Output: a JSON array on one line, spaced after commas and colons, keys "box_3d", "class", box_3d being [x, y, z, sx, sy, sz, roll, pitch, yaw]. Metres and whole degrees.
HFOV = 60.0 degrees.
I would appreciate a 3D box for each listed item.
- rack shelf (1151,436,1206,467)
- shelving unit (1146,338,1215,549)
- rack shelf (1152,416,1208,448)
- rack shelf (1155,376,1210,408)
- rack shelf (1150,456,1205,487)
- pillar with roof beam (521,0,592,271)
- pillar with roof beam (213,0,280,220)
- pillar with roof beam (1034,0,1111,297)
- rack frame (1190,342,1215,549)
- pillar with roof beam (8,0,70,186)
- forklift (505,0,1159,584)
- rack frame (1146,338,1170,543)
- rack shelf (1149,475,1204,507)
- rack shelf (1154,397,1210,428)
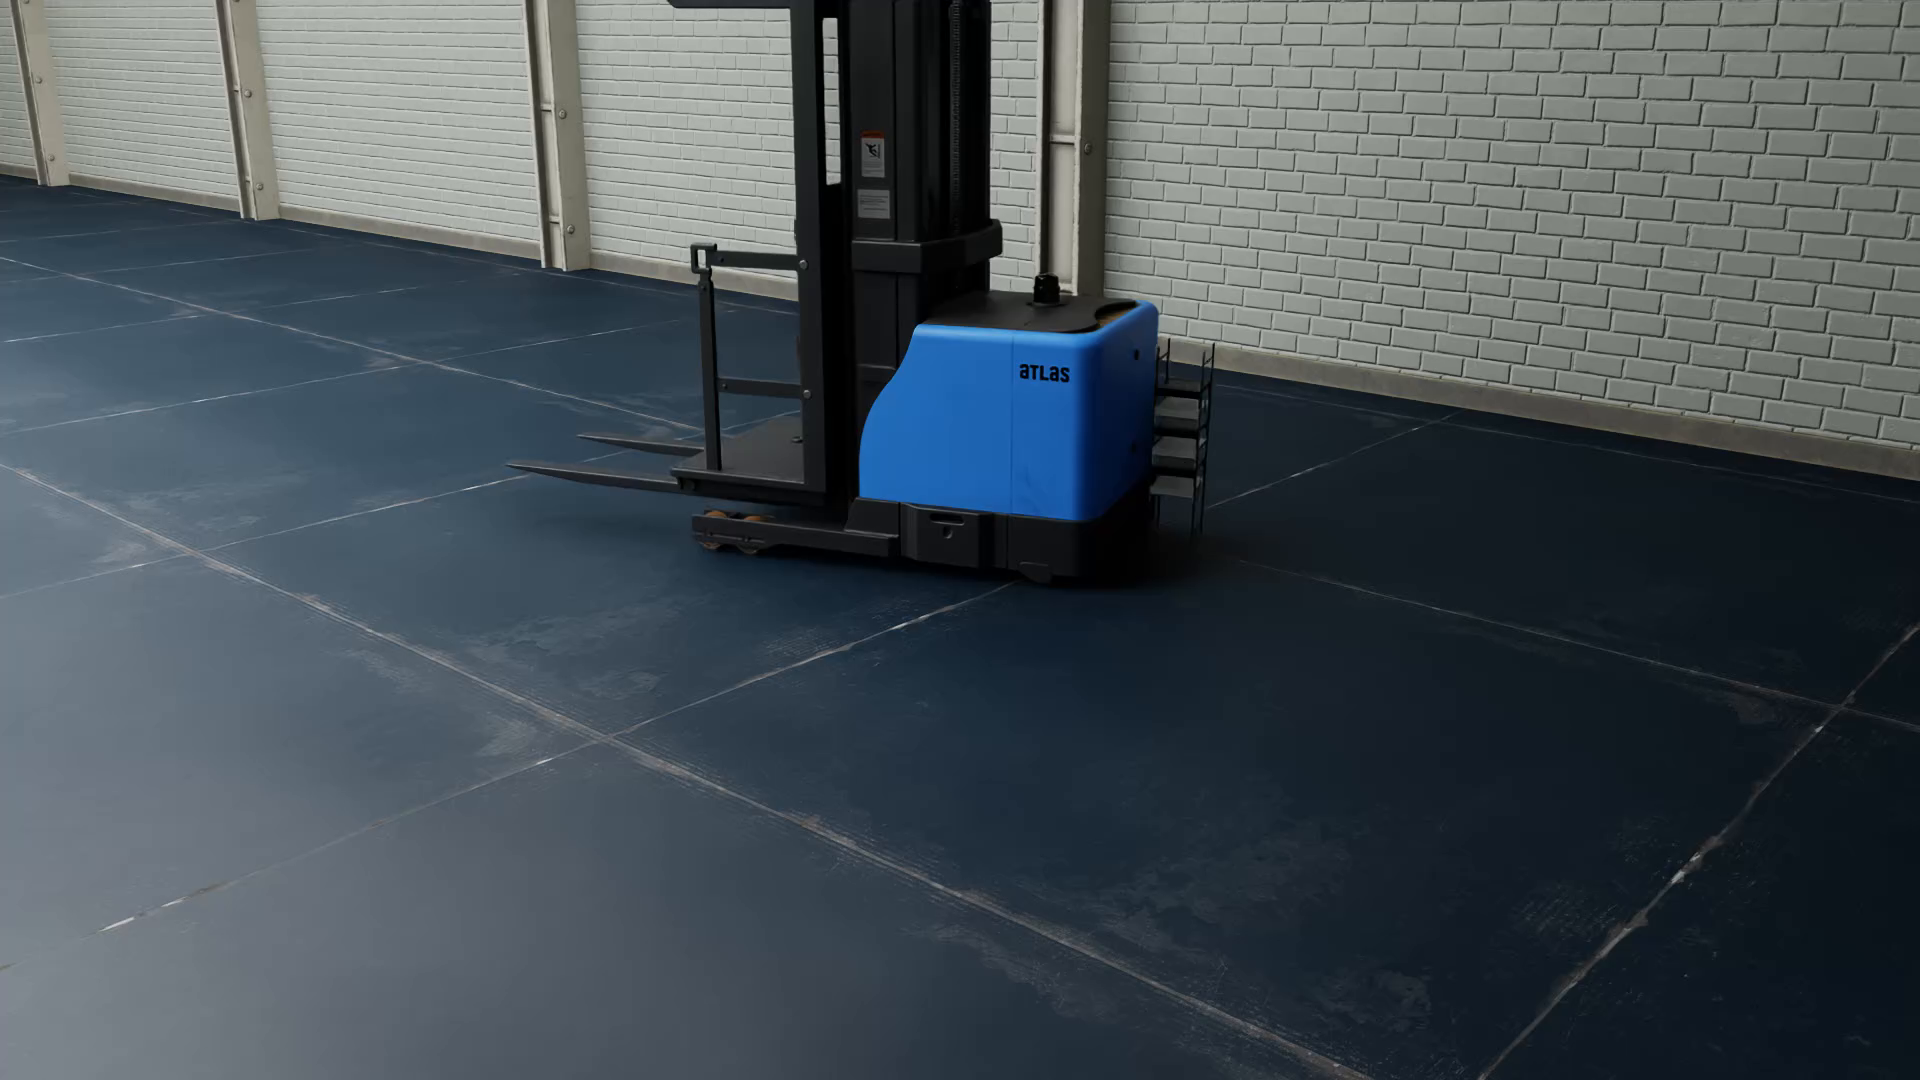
[{"box_3d": [0.990, -0.404, 7.498, 0.200, 0.077, 0.258, 7, 19, 18], "class": "rack shelf"}, {"box_3d": [0.991, -0.435, 7.488, 0.210, 0.900, 0.258, 7, 19, 18], "class": "shelving unit"}, {"box_3d": [0.992, -0.489, 7.470, 0.200, 0.077, 0.258, 7, 19, 18], "class": "rack shelf"}, {"box_3d": [0.996, -0.660, 7.415, 0.200, 0.077, 0.258, 7, 19, 18], "class": "rack shelf"}, {"box_3d": [0.988, -0.318, 7.526, 0.200, 0.077, 0.258, 7, 19, 18], "class": "rack shelf"}, {"box_3d": [-6.574, -5.894, 11.307, 0.400, 9.000, 9.100, 15, 23, 39], "class": "pillar with roof beam"}, {"box_3d": [-11.061, -7.099, 15.103, 0.400, 9.000, 9.100, 15, 23, 39], "class": "pillar with roof beam"}, {"box_3d": [-2.086, -4.689, 7.511, 0.400, 9.000, 9.100, 15, 23, 39], "class": "pillar with roof beam"}, {"box_3d": [1.087, -0.423, 7.456, 0.006, 0.900, 0.240, 7, 19, 18], "class": "rack frame"}, {"box_3d": [-15.549, -8.303, 18.899, 0.400, 9.000, 9.100, 15, 23, 39], "class": "pillar with roof beam"}, {"box_3d": [-0.667, -1.478, 7.423, 3.031, 2.935, 1.130, 7, 19, 20], "class": "forklift"}, {"box_3d": [0.895, -0.448, 7.519, 0.006, 0.900, 0.240, 7, 19, 18], "class": "rack frame"}, {"box_3d": [0.986, -0.233, 7.554, 0.200, 0.077, 0.258, 7, 19, 18], "class": "rack shelf"}, {"box_3d": [0.994, -0.575, 7.443, 0.200, 0.077, 0.258, 7, 19, 18], "class": "rack shelf"}]
